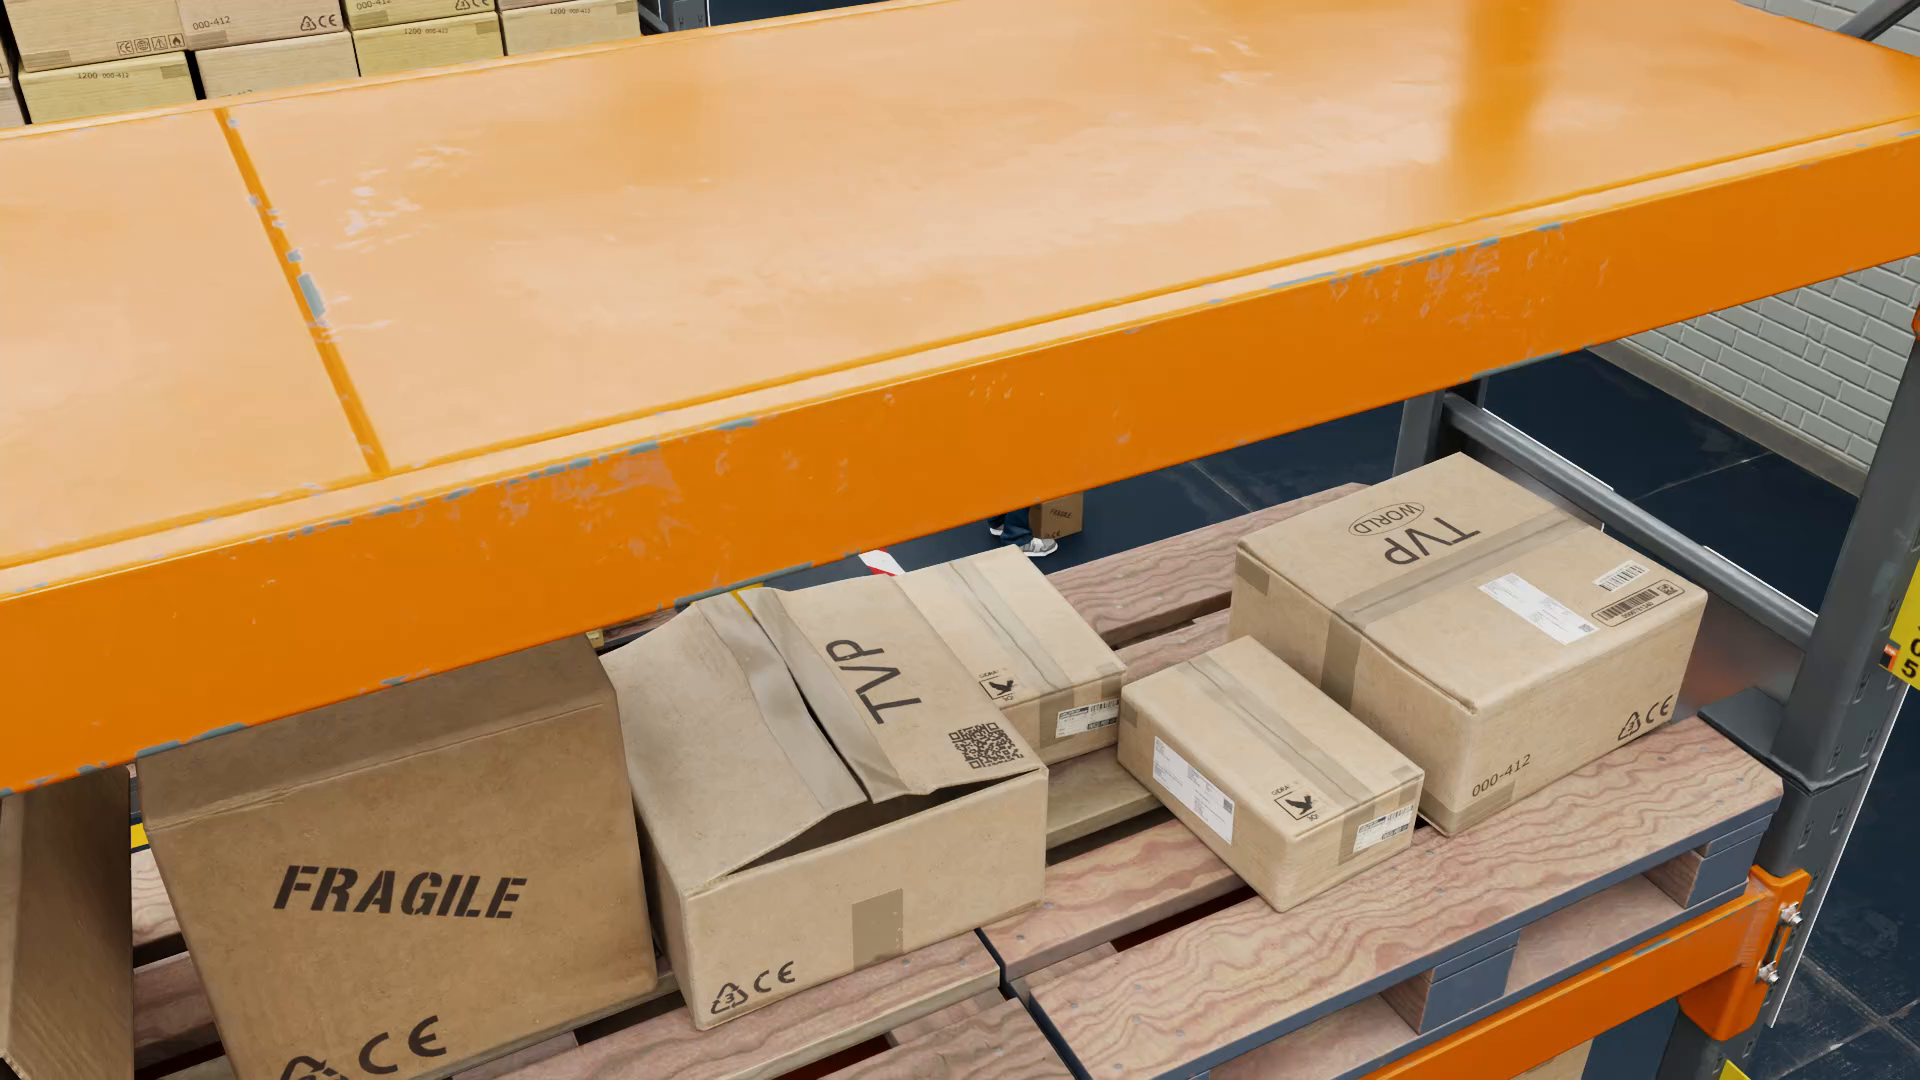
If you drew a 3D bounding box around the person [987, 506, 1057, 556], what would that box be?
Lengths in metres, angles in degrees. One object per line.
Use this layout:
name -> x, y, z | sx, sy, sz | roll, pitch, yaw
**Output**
person -> 0.269, -0.676, 8.172 | 0.368, 1.593, 0.478 | -17, 37, -24
